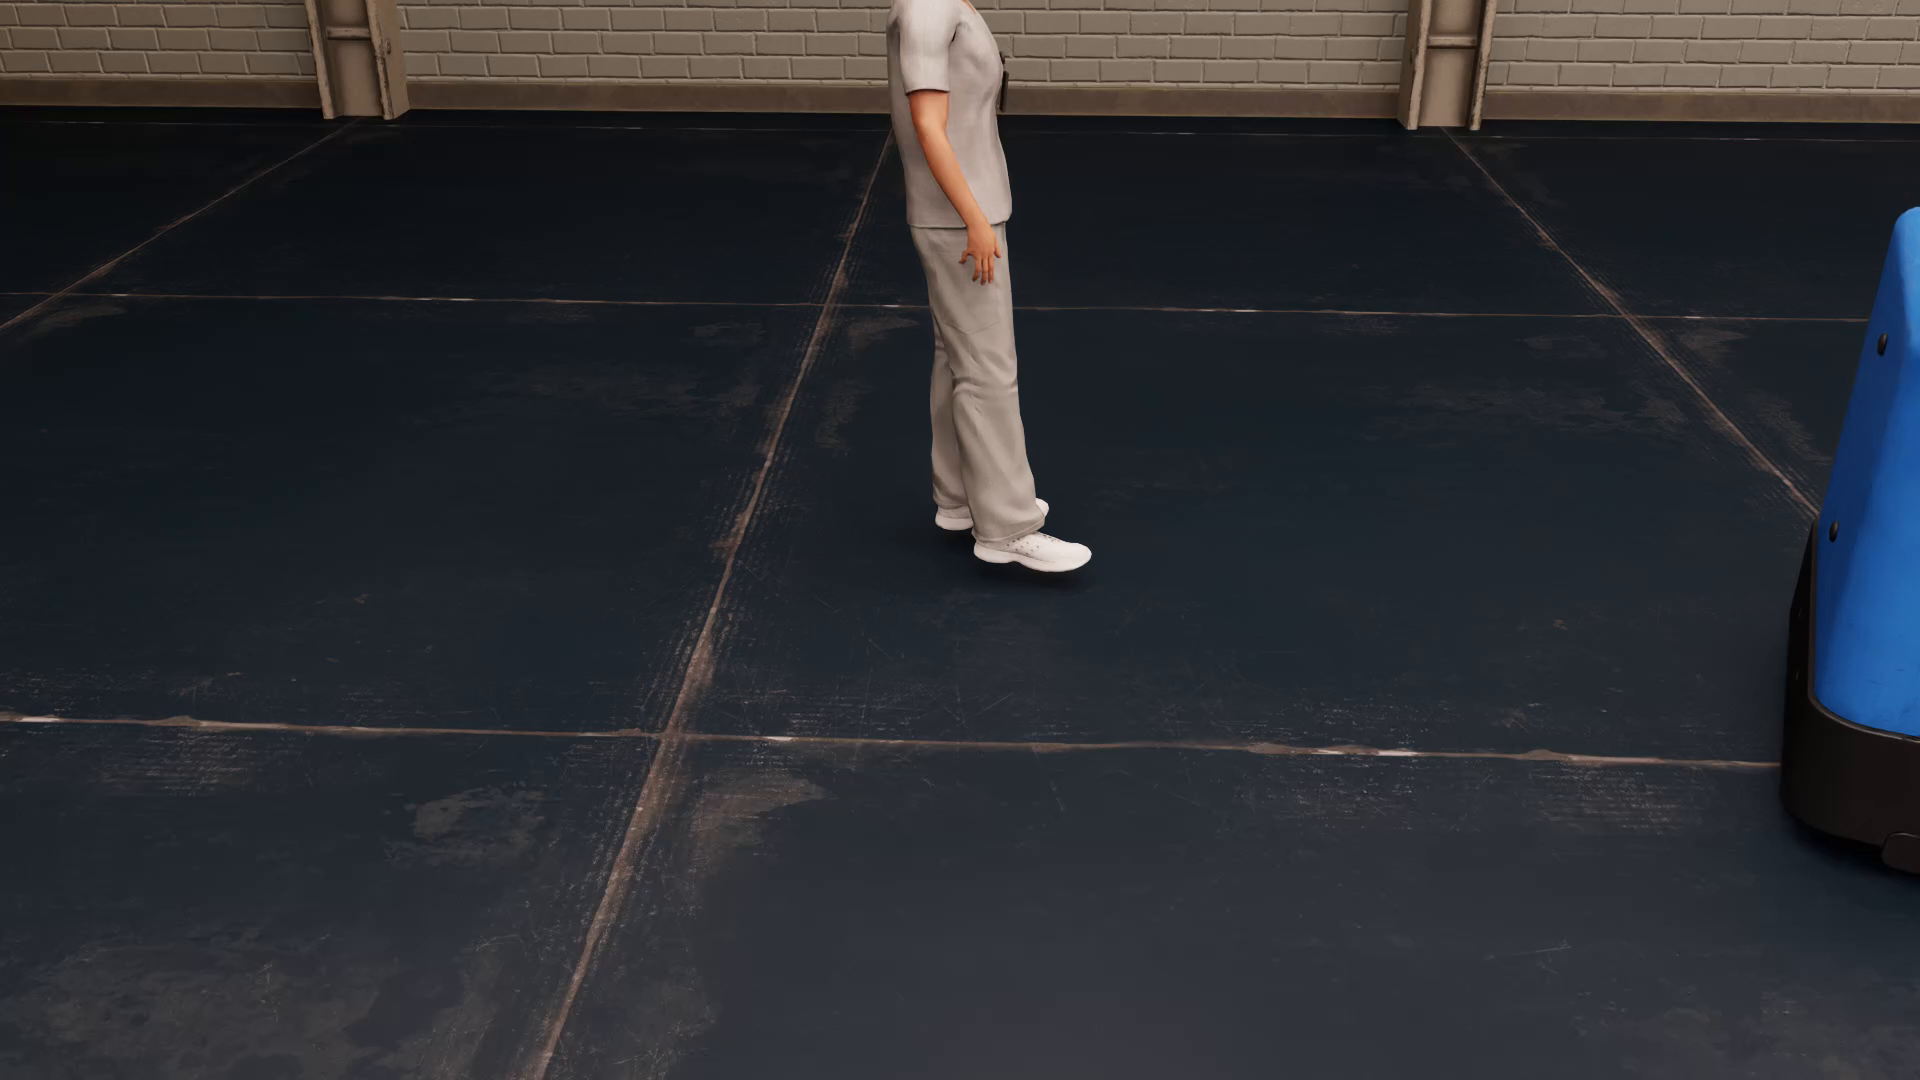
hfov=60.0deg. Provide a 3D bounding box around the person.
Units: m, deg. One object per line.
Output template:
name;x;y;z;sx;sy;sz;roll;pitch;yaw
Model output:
person;0.073;-0.781;4.117;0.547;1.660;0.549;1;26;2

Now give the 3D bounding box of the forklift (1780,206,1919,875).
forklift;3.190;-0.621;2.467;3.031;2.935;1.130;12;29;23
